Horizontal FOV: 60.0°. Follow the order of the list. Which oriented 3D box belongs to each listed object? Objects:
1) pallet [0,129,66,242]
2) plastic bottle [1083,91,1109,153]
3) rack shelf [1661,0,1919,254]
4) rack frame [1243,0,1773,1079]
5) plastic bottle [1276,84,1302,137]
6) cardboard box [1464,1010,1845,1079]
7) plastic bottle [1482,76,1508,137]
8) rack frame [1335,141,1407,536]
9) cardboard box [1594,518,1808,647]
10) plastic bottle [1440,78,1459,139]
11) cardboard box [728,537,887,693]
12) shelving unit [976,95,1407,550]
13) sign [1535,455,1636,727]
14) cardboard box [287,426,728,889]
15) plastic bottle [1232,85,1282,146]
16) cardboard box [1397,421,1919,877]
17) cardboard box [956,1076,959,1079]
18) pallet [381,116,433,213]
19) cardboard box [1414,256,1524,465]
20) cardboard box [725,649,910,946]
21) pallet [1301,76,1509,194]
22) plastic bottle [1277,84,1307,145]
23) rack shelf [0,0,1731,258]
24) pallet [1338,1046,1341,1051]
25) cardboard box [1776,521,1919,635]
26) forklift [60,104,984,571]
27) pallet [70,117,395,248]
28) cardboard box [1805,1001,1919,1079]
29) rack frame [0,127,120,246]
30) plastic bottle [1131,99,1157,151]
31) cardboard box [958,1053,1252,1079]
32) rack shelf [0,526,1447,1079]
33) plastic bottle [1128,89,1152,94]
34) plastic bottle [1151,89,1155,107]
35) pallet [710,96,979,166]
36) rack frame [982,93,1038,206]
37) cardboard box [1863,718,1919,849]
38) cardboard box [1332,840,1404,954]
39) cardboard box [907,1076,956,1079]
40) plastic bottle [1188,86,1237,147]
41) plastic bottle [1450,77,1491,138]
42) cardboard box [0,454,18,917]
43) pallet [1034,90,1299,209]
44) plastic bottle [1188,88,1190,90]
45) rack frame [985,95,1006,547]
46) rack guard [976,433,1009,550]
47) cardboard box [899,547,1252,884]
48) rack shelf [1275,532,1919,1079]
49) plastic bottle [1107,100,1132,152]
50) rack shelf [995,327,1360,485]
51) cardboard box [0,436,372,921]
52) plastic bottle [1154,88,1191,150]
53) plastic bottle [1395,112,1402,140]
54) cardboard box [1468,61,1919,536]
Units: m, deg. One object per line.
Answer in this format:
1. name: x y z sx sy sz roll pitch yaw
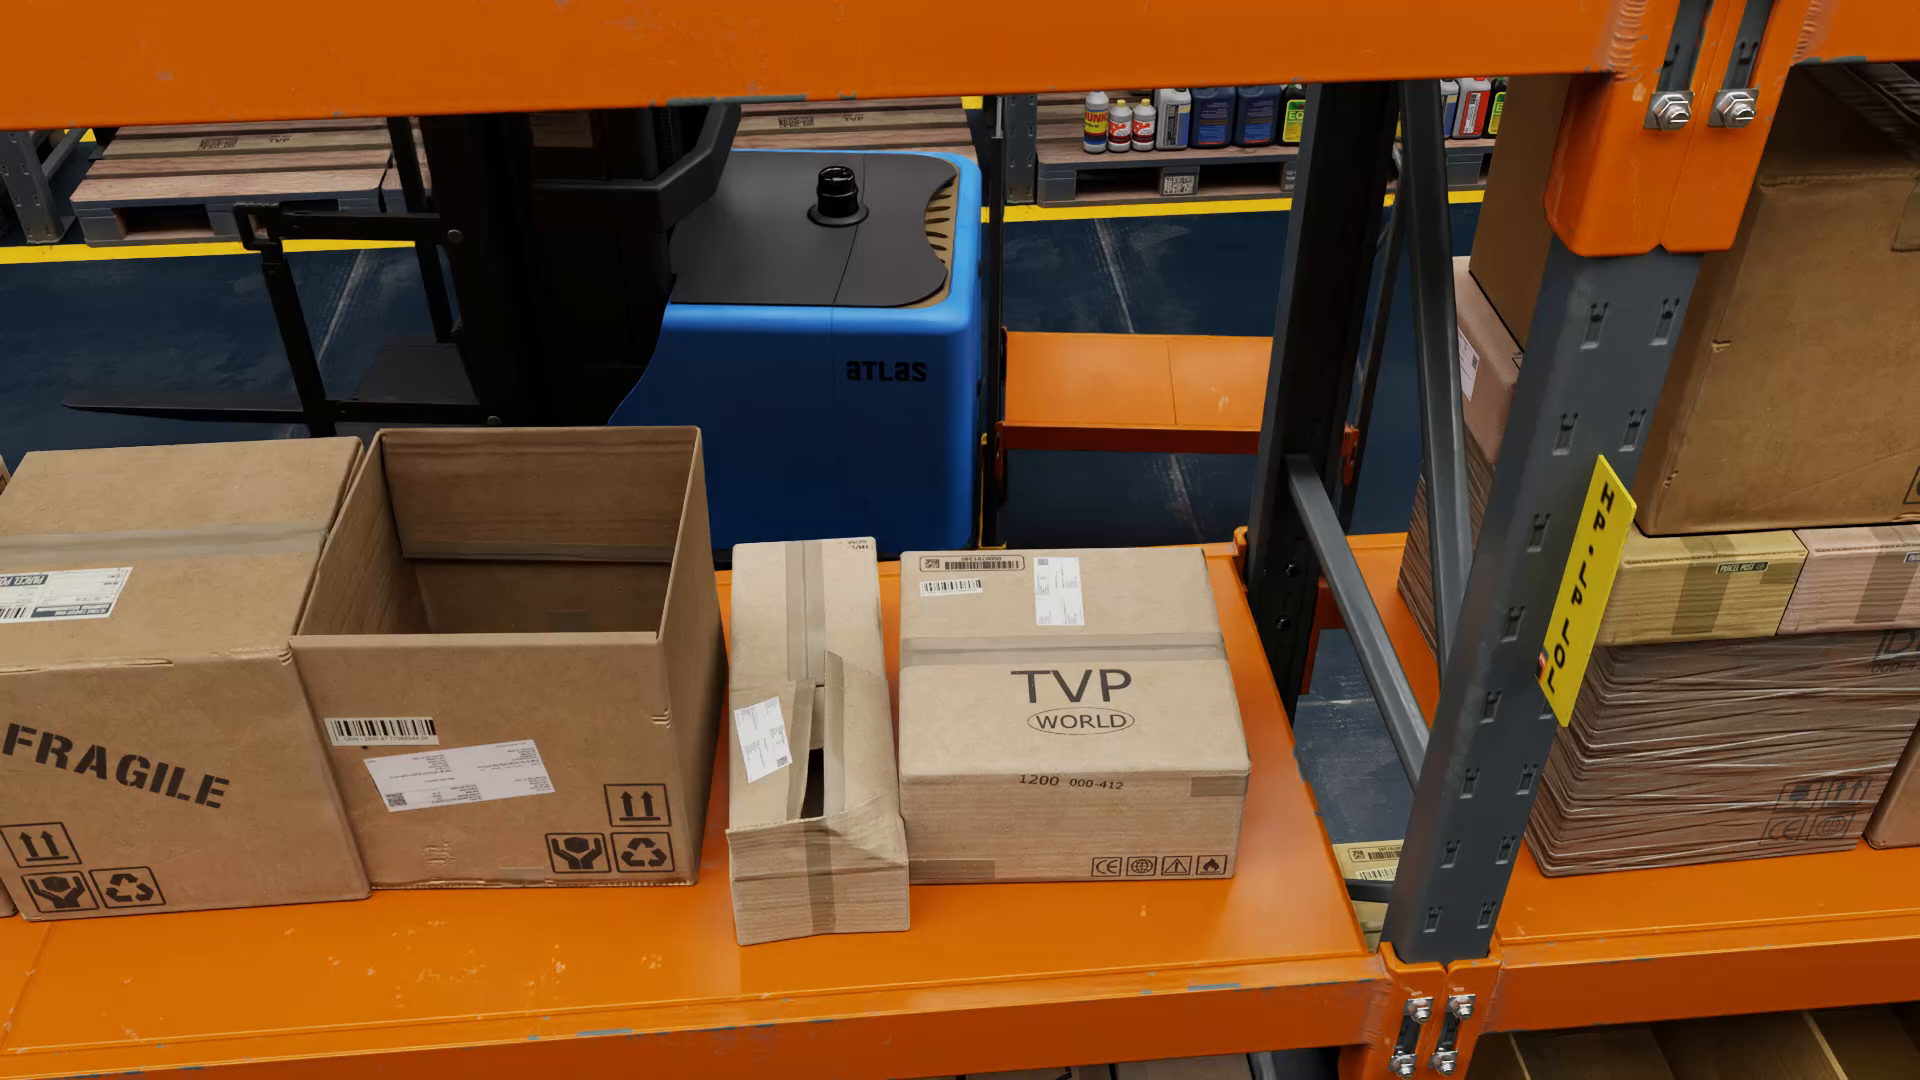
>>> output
1. pallet: -4.557 -1.522 7.009 1.213 0.211 1.003 -3 38 -4
2. plastic bottle: 0.565 -1.754 6.899 0.097 0.271 0.097 0 38 0
3. rack shelf: 2.636 -0.854 2.070 4.000 0.370 1.077 -3 38 -4
4. rack frame: 0.644 0.151 2.637 0.127 3.000 1.000 -3 38 -4
5. plastic bottle: 1.381 -1.837 7.004 0.097 0.271 0.097 0 38 0
6. cardboard box: 1.134 0.939 2.914 0.500 0.500 0.500 -3 38 -4
7. plastic bottle: 2.288 -1.842 7.001 0.133 0.283 0.061 -2 38 -3
8. rack frame: 1.116 -0.526 4.706 0.032 1.500 0.500 1 38 2
9. cardboard box: 0.929 -0.038 2.273 0.250 0.149 0.380 -3 38 -4
10. plastic bottle: 2.011 -1.853 7.020 0.135 0.276 0.152 -4 38 -5
11. cardboard box: -0.257 0.172 2.813 0.250 0.149 0.380 -3 38 -4
12. shelving unit: 0.599 -0.539 4.722 1.083 1.500 0.587 1 38 2
13. sign: 0.702 0.062 1.879 0.005 0.325 0.100 -3 38 -4
14. cardboard box: -0.647 0.173 2.529 0.500 0.500 0.500 -1 38 -1
15. plastic bottle: 1.238 -1.837 6.940 0.185 0.351 0.144 -5 39 -6
16. cardboard box: 1.086 0.083 2.642 0.500 0.500 0.700 -4 38 -5
17. cardboard box: 0.257 1.267 3.103 0.500 0.250 0.500 -3 38 -4
18. pallet: -1.788 -1.675 7.202 1.213 0.211 1.003 -3 38 -4
19. cardboard box: 0.896 -0.290 2.592 0.250 0.149 0.380 -3 38 -4
20. cardboard box: -0.215 0.365 2.474 0.258 0.266 0.396 -4 38 -5
21. pallet: 2.100 -1.891 7.476 1.213 0.211 1.003 -3 38 -4
22. plastic bottle: 1.406 -1.794 6.940 0.133 0.283 0.061 -2 38 -2
23. rack shelf: -1.348 -0.635 1.792 4.000 0.370 1.077 -3 38 -4
24. pallet: 1.440 1.228 3.523 1.213 0.211 1.003 -3 38 -4
25. cardboard box: 1.179 -0.052 2.290 0.250 0.149 0.380 -3 38 -3
26. forklift: -1.453 -1.215 4.424 3.031 2.935 1.130 1 38 2
27. pallet: -3.000 -1.610 7.120 1.213 0.211 1.003 -3 38 -4
28. cardboard box: 1.631 0.906 2.955 0.500 0.500 0.500 -3 38 -4
29. rack frame: -3.775 -2.686 6.233 0.127 3.000 1.000 -3 38 -4
30. plastic bottle: 0.768 -1.738 6.935 0.097 0.201 0.097 0 38 0
31. cardboard box: 0.266 1.044 2.933 0.500 0.311 0.500 -3 38 -4
32. rack shelf: -1.348 0.543 2.721 4.000 0.370 1.077 -3 38 -4
33. plastic bottle: 0.838 -2.163 7.353 0.185 0.351 0.144 -3 38 -4
34. plastic bottle: 0.875 -1.859 7.022 0.133 0.283 0.061 -3 38 -4
35. pallet: -0.570 -1.744 7.290 1.213 0.211 1.003 -3 38 -4
36. rack frame: 0.209 -2.906 6.511 0.127 3.000 1.000 -3 38 -4
37. cardboard box: 1.610 0.050 2.684 0.500 0.500 0.700 -4 38 -4
38. cardboard box: 1.087 0.905 3.562 0.500 0.250 0.500 -3 38 -4
39. cardboard box: -0.252 1.077 2.892 0.500 0.311 0.500 -2 38 -3
40. plastic bottle: 1.050 -1.827 6.927 0.185 0.351 0.144 -2 38 -3
41. plastic bottle: 2.149 -1.860 7.030 0.135 0.276 0.152 -3 38 -4
42. cardboard box: -1.670 0.229 2.458 0.500 0.500 0.500 -5 39 -6
43. pallet: 0.882 -1.822 7.389 1.213 0.211 1.003 -3 38 -4
44. plastic bottle: 1.037 -1.916 7.039 0.185 0.351 0.144 -3 38 -4
45. rack frame: 0.100 -0.551 4.737 0.032 1.500 0.500 1 38 2
46. rack guard: 0.101 -0.060 5.124 0.087 0.250 0.587 1 38 2
47. cardboard box: 0.158 0.264 2.615 0.500 0.250 0.500 -1 38 -1
48. rack shelf: 2.636 0.324 2.999 4.000 0.370 1.077 -3 38 -4
49. plastic bottle: 0.667 -1.732 6.928 0.097 0.201 0.097 0 38 0
50. rack shelf: 0.608 -0.397 4.833 1.000 0.185 0.538 1 38 2
51. cardboard box: -1.146 0.200 2.494 0.500 0.500 0.500 -3 38 -4
52. plastic bottle: 0.885 -1.791 6.942 0.135 0.276 0.152 -2 38 -2
53. plastic bottle: 1.847 -1.870 6.982 0.185 0.351 0.144 -2 38 -2
54. cardboard box: 1.086 -0.426 2.240 0.500 0.500 0.700 -3 38 -4
